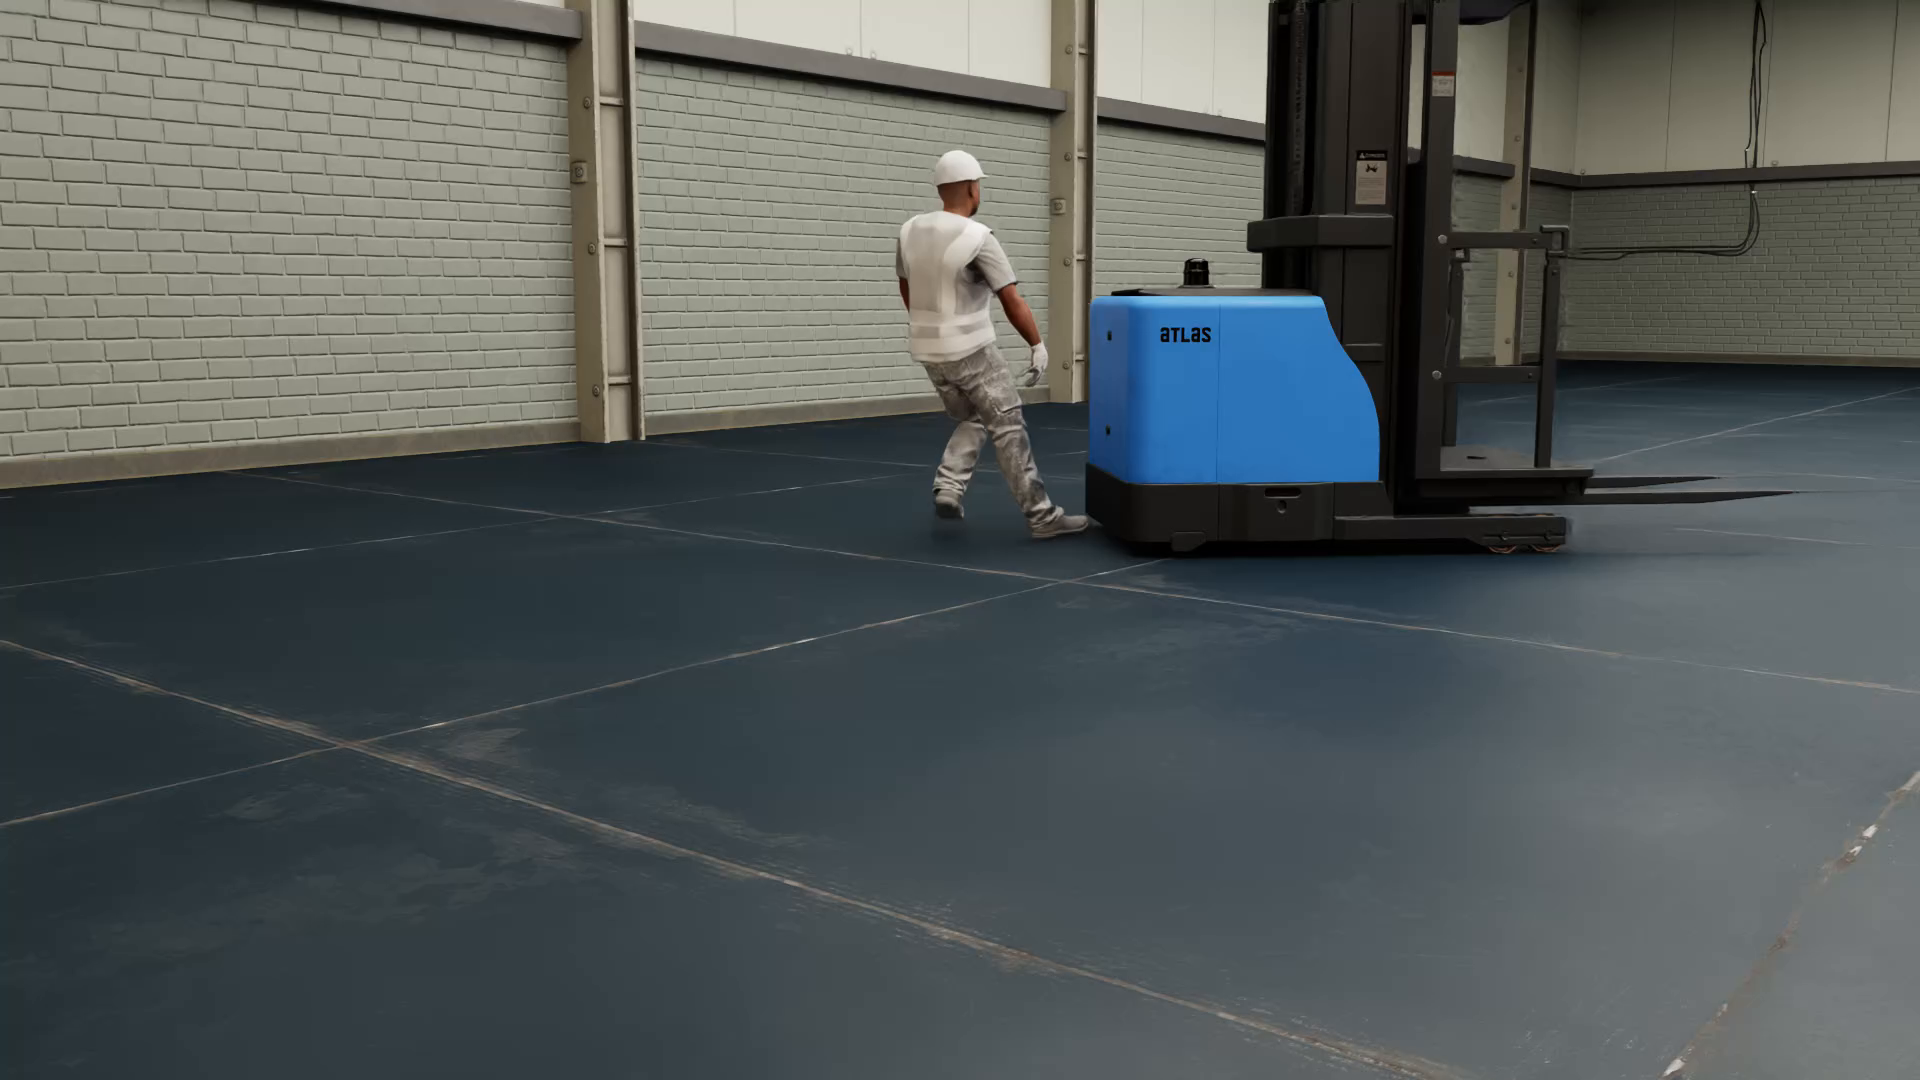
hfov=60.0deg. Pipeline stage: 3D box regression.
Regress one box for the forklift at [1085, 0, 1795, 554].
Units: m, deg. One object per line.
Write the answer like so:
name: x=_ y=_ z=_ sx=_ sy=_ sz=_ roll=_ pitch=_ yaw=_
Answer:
forklift: x=2.137 y=-1.467 z=7.305 sx=3.031 sy=2.935 sz=1.130 roll=-1 pitch=8 yaw=-6

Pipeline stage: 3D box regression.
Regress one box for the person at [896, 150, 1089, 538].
person: x=0.128 y=-0.877 z=7.551 sx=0.712 sy=1.725 sz=0.746 roll=-7 pitch=11 yaw=-39
